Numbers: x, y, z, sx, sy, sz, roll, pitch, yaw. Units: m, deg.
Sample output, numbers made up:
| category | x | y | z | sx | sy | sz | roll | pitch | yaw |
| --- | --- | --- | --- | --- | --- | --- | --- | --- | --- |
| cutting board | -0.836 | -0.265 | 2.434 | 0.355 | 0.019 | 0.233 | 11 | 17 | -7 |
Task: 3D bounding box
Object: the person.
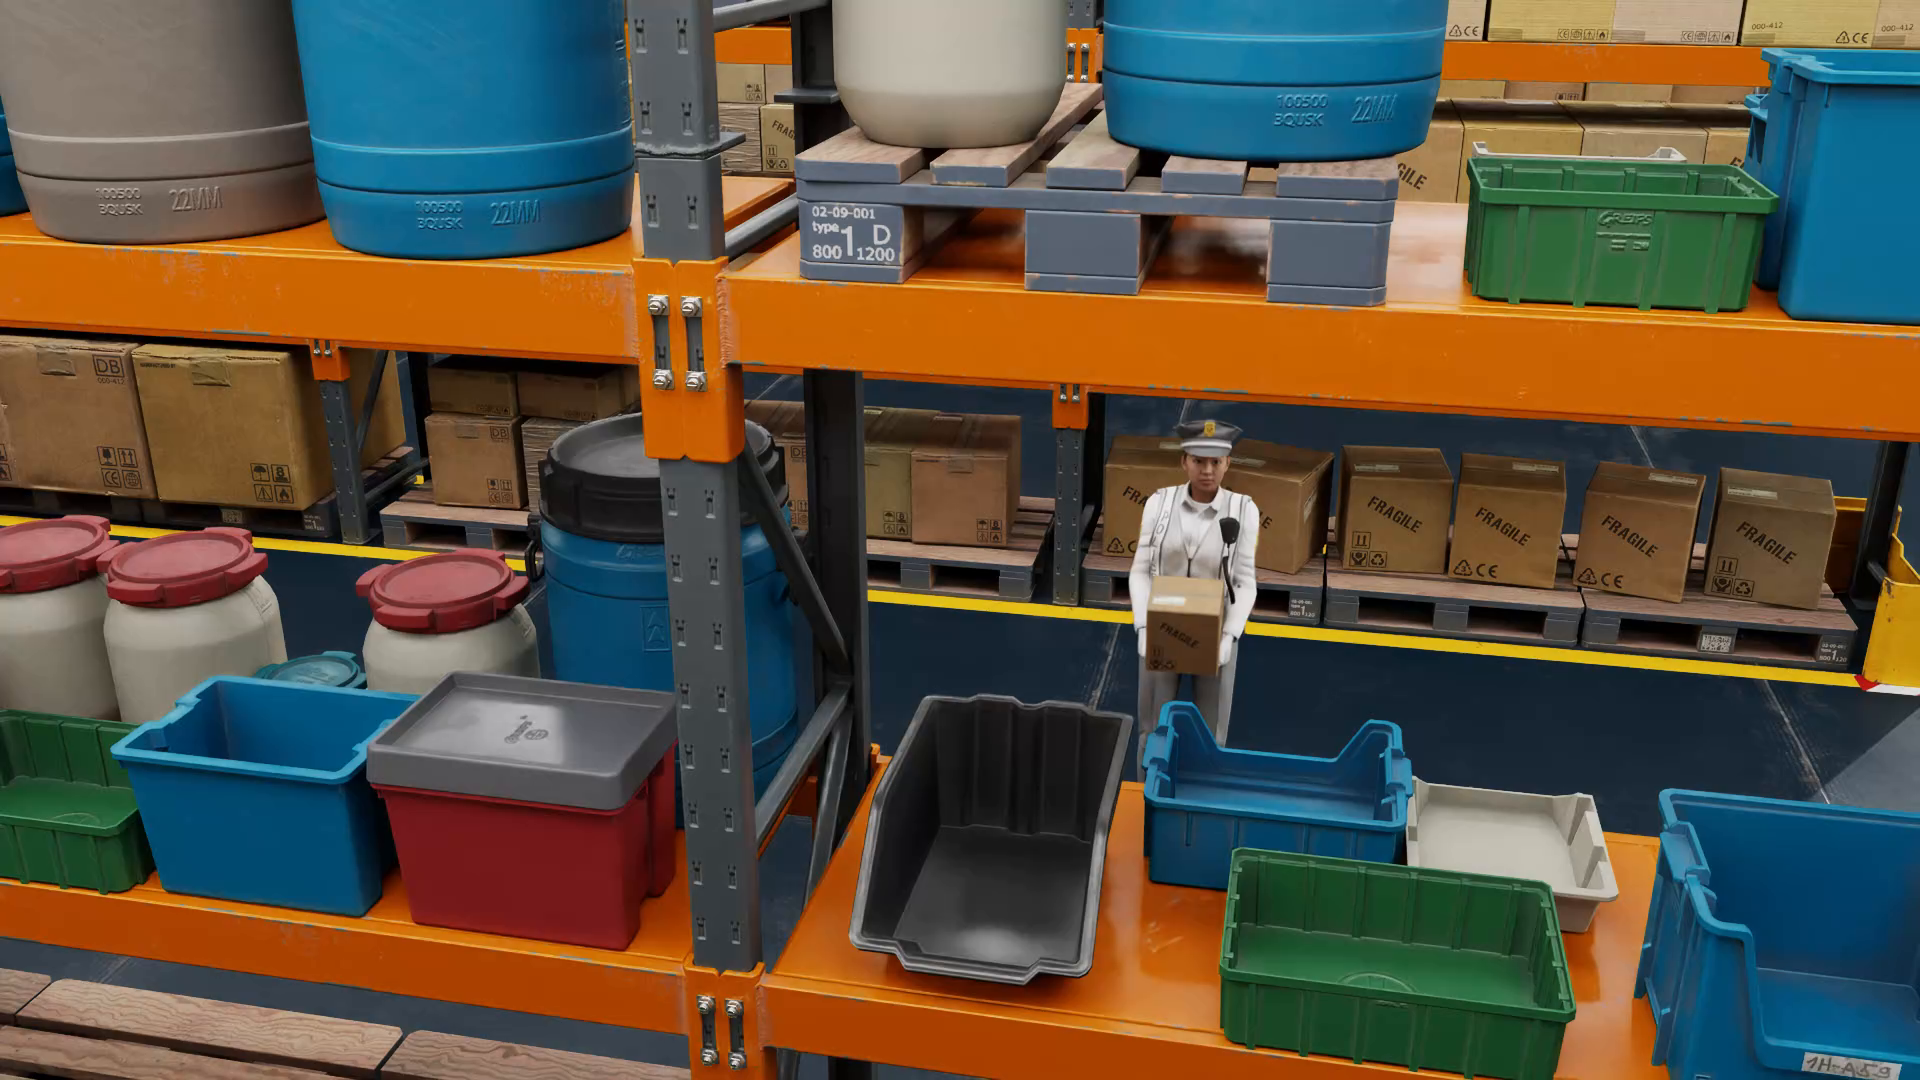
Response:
| category | x | y | z | sx | sy | sz | roll | pitch | yaw |
| --- | --- | --- | --- | --- | --- | --- | --- | --- | --- |
| person | 0.839 | 0.383 | 6.087 | 0.461 | 1.687 | 0.562 | 4 | 22 | 11 |
